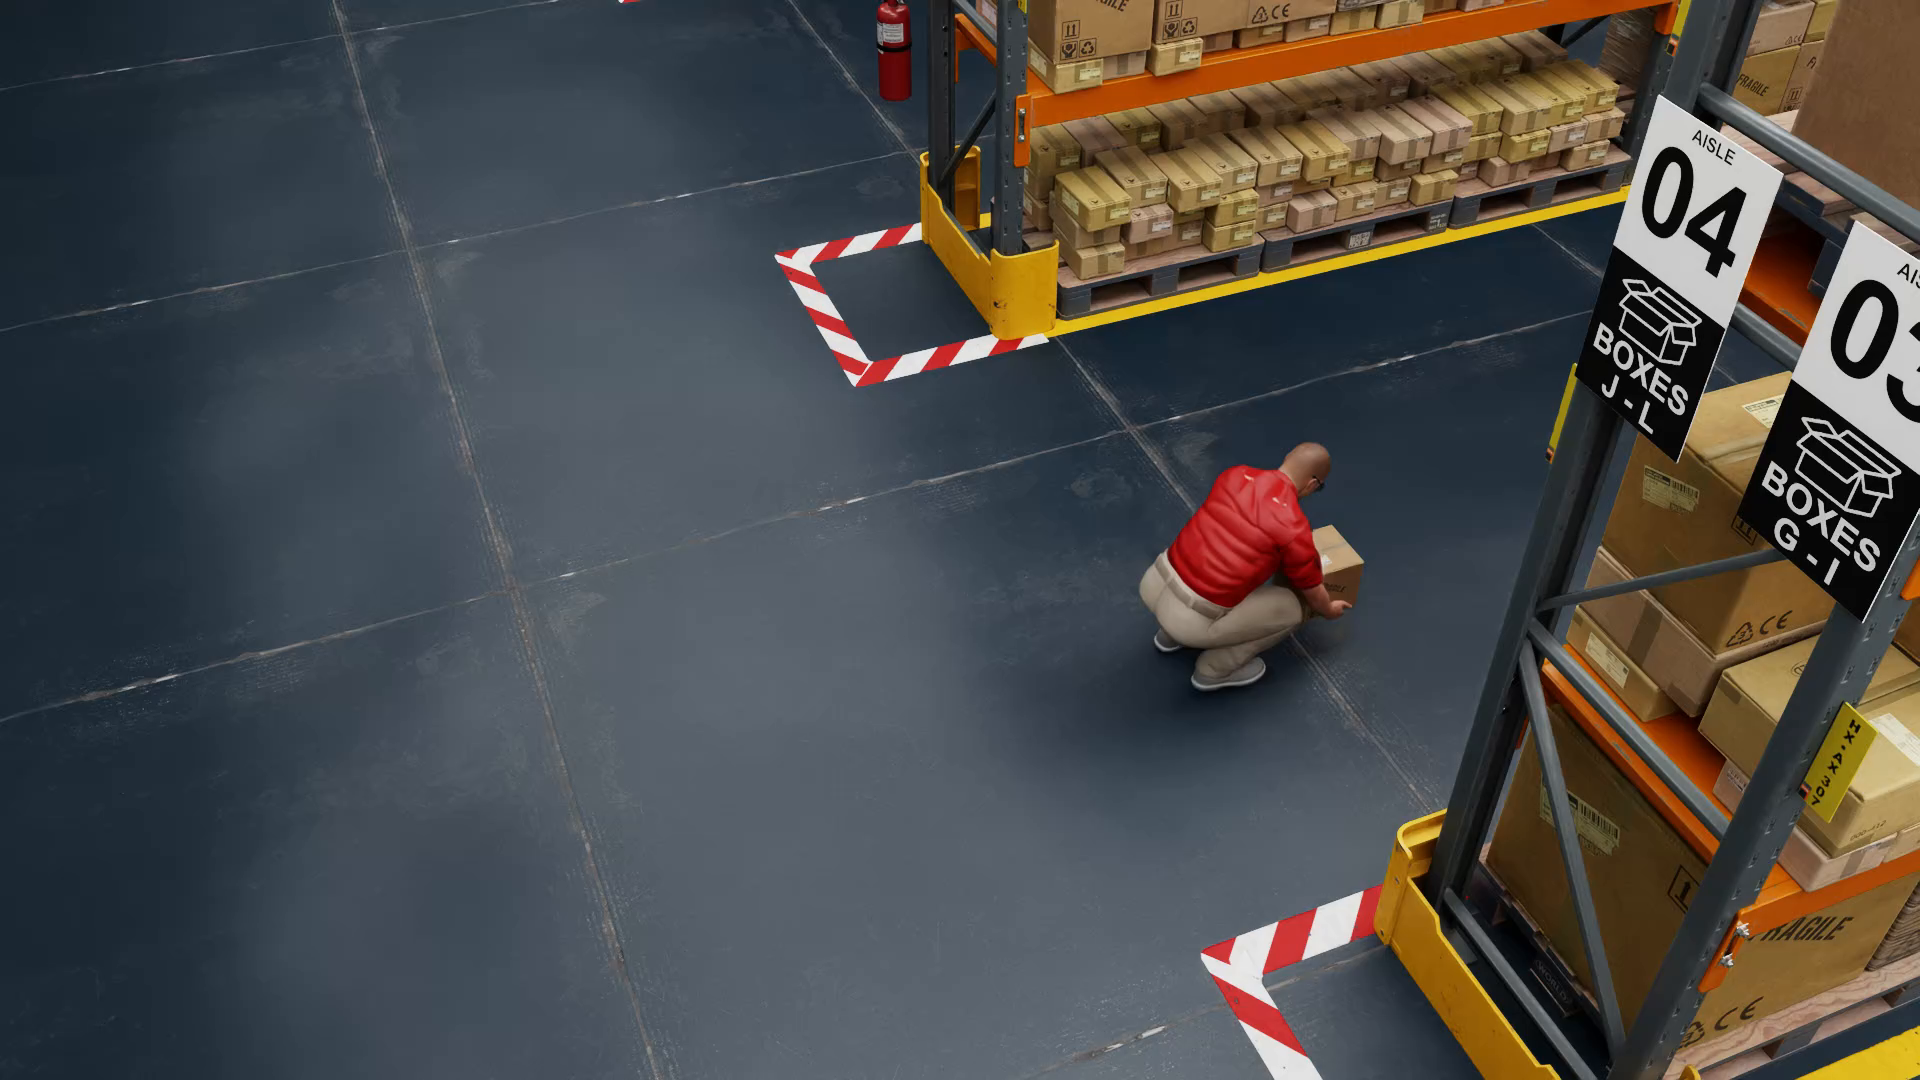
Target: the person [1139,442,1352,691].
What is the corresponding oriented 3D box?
[{"bbox_3d":[1.144,0.095,6.644,0.870,0.972,0.557,-15,44,-17],"label":"person"}]
